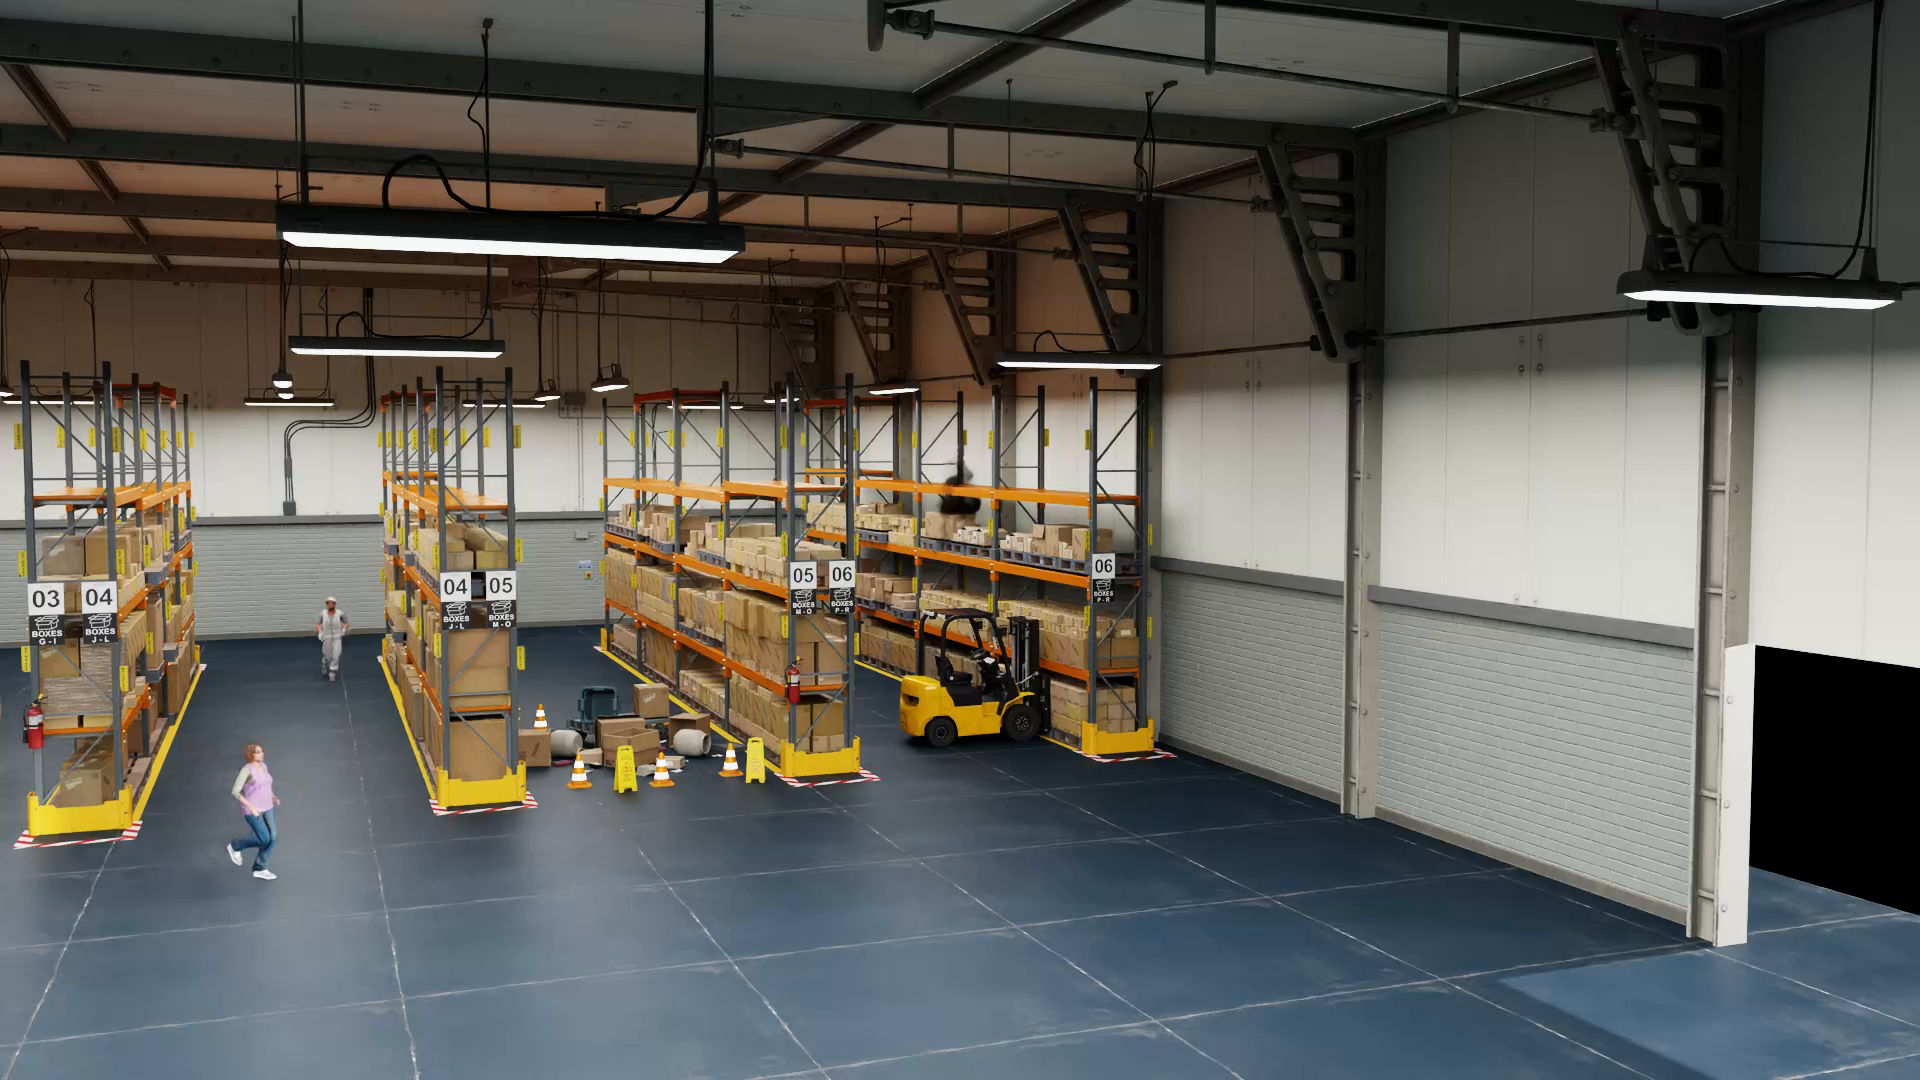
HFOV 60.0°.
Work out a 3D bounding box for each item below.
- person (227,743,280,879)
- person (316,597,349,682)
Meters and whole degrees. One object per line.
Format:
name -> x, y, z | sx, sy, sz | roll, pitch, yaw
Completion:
person -> -8.081, 3.094, 19.014 | 0.552, 1.557, 0.547 | 1, 4, 15
person -> -13.035, 2.056, 34.576 | 0.650, 1.755, 0.647 | -1, 4, -21
